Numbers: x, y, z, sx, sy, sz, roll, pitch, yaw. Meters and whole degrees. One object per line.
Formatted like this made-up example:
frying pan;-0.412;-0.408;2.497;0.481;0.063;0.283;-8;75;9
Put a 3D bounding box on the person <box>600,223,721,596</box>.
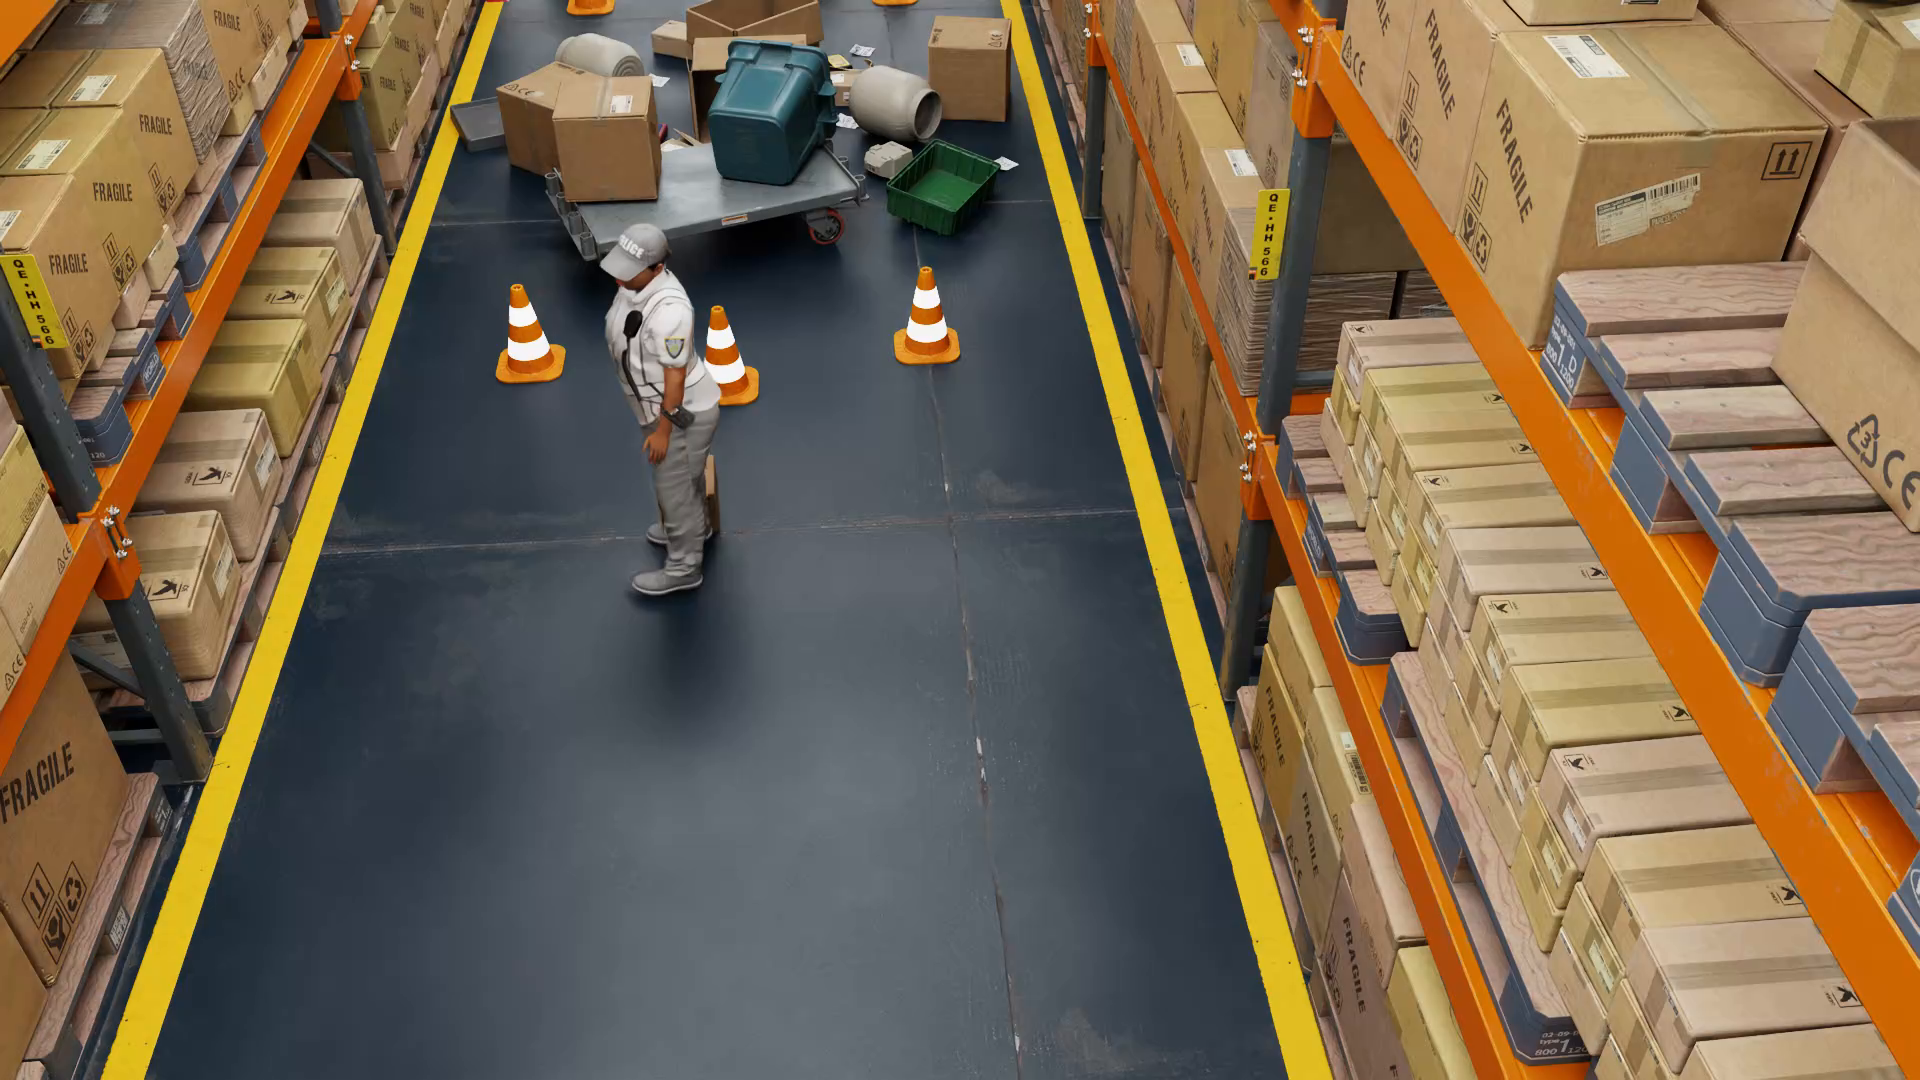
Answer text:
person;-1.237;-0.541;6.778;0.483;1.674;0.549;-17;42;-19
